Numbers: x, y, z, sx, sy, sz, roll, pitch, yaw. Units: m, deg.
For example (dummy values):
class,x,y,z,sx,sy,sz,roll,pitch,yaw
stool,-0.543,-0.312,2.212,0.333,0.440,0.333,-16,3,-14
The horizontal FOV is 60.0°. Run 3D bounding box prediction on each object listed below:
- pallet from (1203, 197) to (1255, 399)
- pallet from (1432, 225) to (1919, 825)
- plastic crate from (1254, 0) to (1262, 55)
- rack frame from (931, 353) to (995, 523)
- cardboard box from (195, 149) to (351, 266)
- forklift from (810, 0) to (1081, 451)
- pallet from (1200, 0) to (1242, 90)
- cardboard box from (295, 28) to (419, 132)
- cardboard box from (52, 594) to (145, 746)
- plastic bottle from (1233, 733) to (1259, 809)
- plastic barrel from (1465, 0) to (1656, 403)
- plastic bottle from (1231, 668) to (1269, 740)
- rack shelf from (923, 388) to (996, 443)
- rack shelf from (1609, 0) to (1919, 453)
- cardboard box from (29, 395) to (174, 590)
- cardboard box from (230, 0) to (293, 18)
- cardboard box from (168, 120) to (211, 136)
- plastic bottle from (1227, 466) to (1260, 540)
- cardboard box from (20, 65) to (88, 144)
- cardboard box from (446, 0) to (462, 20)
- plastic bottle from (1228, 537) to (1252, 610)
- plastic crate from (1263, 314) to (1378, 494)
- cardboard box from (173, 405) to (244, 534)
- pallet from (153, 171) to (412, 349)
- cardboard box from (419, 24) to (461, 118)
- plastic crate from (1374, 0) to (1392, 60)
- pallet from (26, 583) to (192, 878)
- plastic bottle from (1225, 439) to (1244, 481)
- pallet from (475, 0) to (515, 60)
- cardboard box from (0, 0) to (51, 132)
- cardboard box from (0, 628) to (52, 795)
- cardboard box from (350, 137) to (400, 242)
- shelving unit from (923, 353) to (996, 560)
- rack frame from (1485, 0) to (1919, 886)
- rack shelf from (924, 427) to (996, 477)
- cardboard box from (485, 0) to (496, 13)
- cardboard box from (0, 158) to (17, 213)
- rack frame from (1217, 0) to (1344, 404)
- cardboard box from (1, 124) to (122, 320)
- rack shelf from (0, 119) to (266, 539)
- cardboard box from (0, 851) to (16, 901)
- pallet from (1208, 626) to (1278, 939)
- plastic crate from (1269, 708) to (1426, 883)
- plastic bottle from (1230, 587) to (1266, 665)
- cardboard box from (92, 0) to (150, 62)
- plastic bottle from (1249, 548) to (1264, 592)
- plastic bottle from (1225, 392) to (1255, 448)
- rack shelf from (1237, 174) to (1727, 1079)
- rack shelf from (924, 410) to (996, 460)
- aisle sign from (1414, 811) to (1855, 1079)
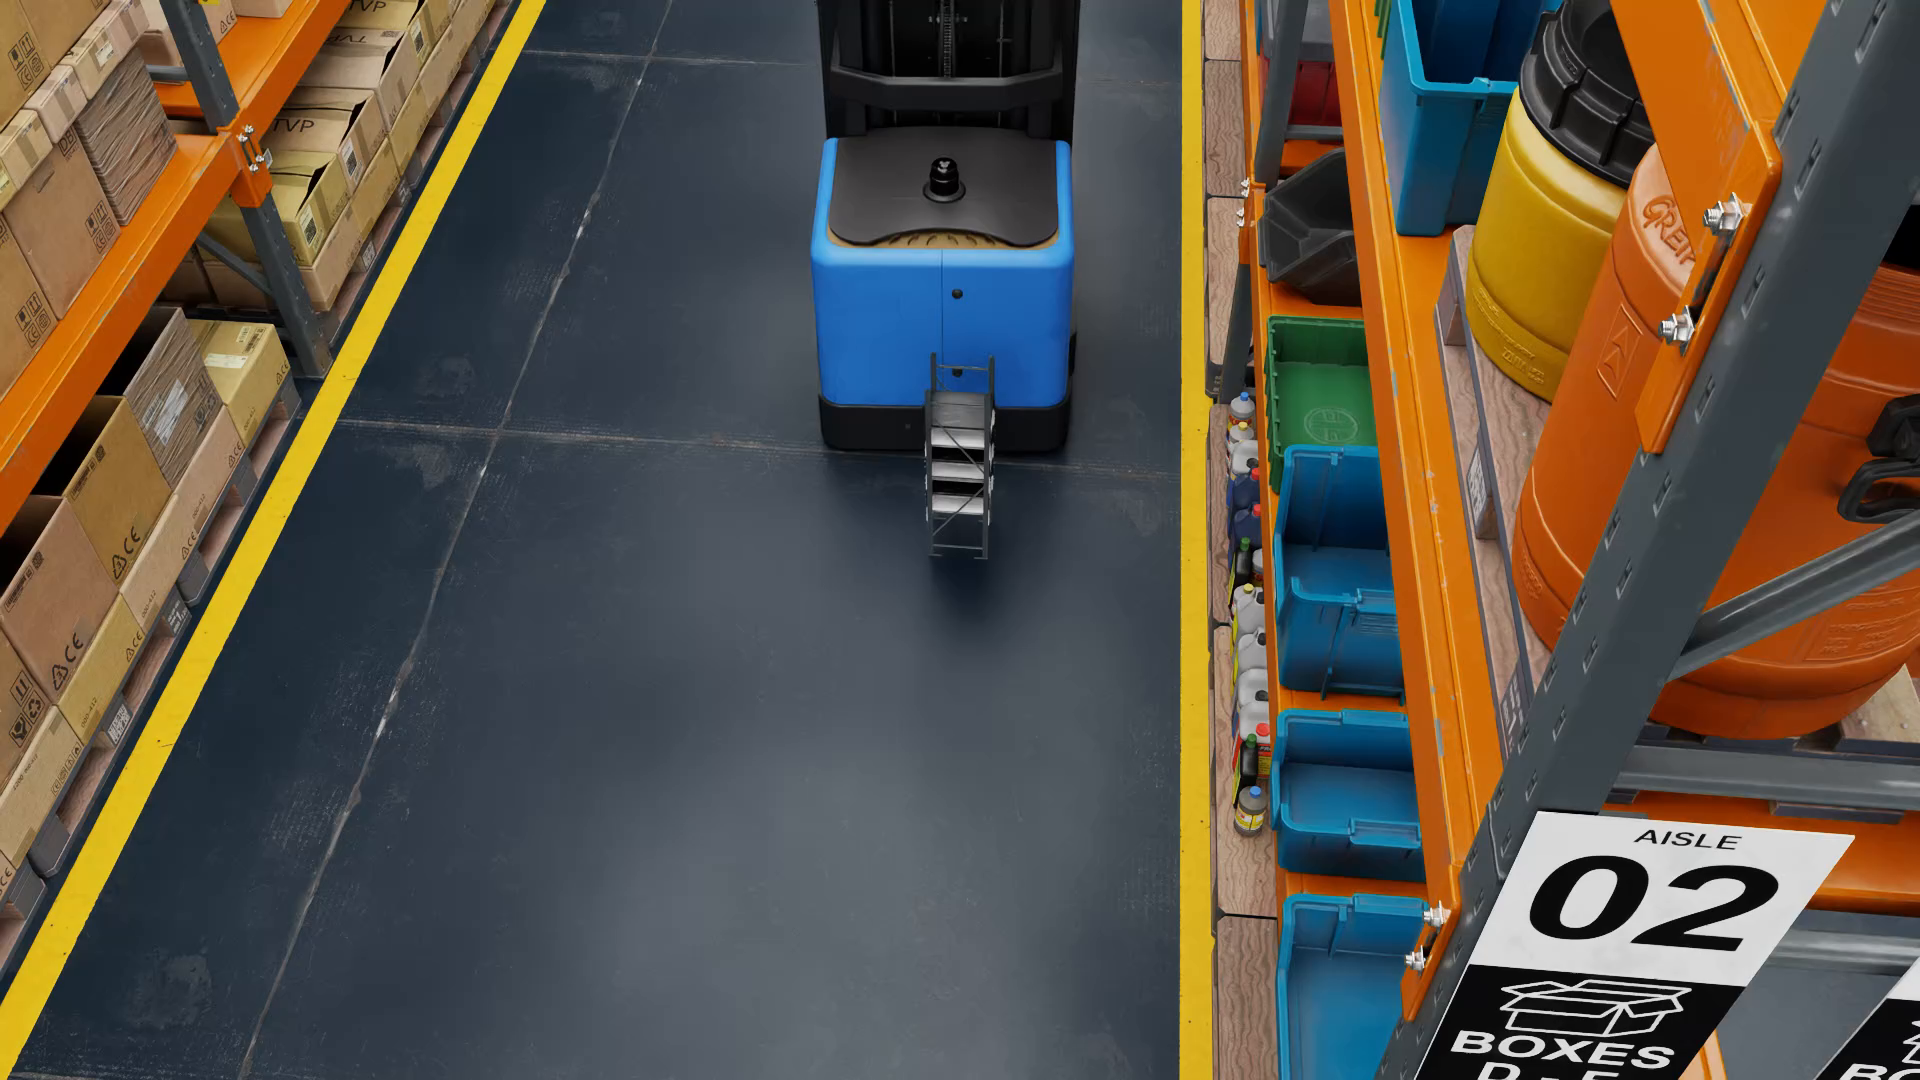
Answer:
class,x,y,z,sx,sy,sz,roll,pitch,yaw
pallet,1.636,-1.106,7.644,1.003,0.211,1.213,4,48,4
pallet,1.411,-0.078,2.909,1.003,0.211,1.213,4,48,4
plastic crate,1.394,-2.293,6.851,0.392,0.384,0.575,4,48,4
rack frame,0.010,-0.384,6.518,0.240,0.900,0.006,4,48,4
cardboard box,-3.044,-1.493,7.307,0.500,0.311,0.500,4,48,4
forklift,-0.041,-2.440,7.021,1.130,2.935,3.031,1,48,1
pallet,1.858,-2.898,9.284,1.003,0.211,1.213,4,48,4
cardboard box,-2.947,-2.241,7.991,0.500,0.311,0.500,2,48,2
cardboard box,-3.285,0.442,5.918,0.500,0.250,0.500,4,48,4
plastic bottle,0.962,0.775,5.577,0.061,0.283,0.133,5,48,4
plastic barrel,1.216,-0.591,2.839,0.600,0.588,0.600,0,48,0
plastic bottle,1.032,0.579,5.761,0.152,0.276,0.135,3,48,2
rack shelf,0.001,-0.469,6.275,0.258,0.077,0.200,4,48,4
rack shelf,1.421,-1.644,2.940,1.077,0.370,4.000,4,48,4
cardboard box,-3.253,-0.180,5.978,0.500,0.500,0.500,4,48,4
cardboard box,-3.045,-2.355,7.068,0.380,0.149,0.250,4,48,4
cardboard box,-3.537,-1.905,7.685,0.500,0.311,0.500,5,48,5
plastic bottle,1.116,-0.156,6.383,0.144,0.351,0.185,5,48,5
cardboard box,-3.187,-1.467,5.578,0.380,0.149,0.250,3,48,2
cardboard box,-2.857,-2.991,8.677,0.500,0.311,0.500,4,48,3
plastic bottle,1.043,0.124,6.173,0.061,0.283,0.133,6,48,5
plastic crate,1.198,-0.417,5.268,0.450,0.188,0.662,4,48,4
cardboard box,-3.209,-0.294,6.591,0.500,0.250,0.500,4,48,4
pallet,-3.301,-1.406,7.919,1.003,0.211,1.213,4,48,4
cardboard box,-2.906,-2.426,8.541,0.500,0.250,0.500,5,48,4
plastic crate,1.188,-1.267,4.012,0.336,0.188,0.450,4,48,4
pallet,-3.552,0.619,6.067,1.003,0.211,1.213,4,48,4
plastic bottle,1.119,-0.317,6.631,0.097,0.201,0.097,0,48,0
pallet,-3.079,-3.199,9.558,1.003,0.211,1.213,4,48,4
cardboard box,-3.408,-1.576,5.238,0.700,0.500,0.500,4,48,3
cardboard box,-3.347,0.555,5.306,0.500,0.500,0.500,4,48,4
cardboard box,-2.998,-1.672,7.851,0.500,0.250,0.500,5,48,5
shelving unit,0.001,-0.310,6.449,0.258,0.900,0.210,4,48,4
rack frame,1.239,-0.552,1.183,1.000,3.000,0.127,4,48,4
rack shelf,0.001,-0.348,6.408,0.258,0.077,0.200,4,48,4
cardboard box,-2.813,-3.174,9.225,0.500,0.250,0.500,3,48,3
cardboard box,-3.235,-1.094,5.236,0.380,0.149,0.250,4,48,3
rack frame,1.603,-1.467,6.085,1.000,3.000,0.127,4,48,4
cardboard box,-3.405,-1.122,5.702,0.700,0.500,0.500,3,48,3
rack shelf,-3.512,-0.090,5.313,1.077,0.370,4.000,4,48,4
cardboard box,-3.382,1.176,5.246,0.500,0.250,0.500,4,48,4
pallet,1.392,0.864,5.843,1.003,0.211,1.213,4,48,4
plastic crate,1.051,0.658,4.242,0.499,0.251,0.408,4,48,4
plastic bottle,1.060,0.295,5.970,0.144,0.351,0.185,4,48,3
cardboard box,-3.141,-1.841,5.920,0.380,0.149,0.250,4,48,3
plastic bottle,1.123,0.120,6.184,0.097,0.271,0.097,0,48,0
plastic bottle,1.137,-0.490,6.742,0.097,0.271,0.097,0,48,0
rack shelf,1.421,0.246,5.006,1.077,0.370,4.000,4,48,4
rack shelf,0.001,-0.409,6.341,0.258,0.077,0.200,4,48,4
aisle sign,0.936,0.628,2.407,0.394,0.787,0.004,4,48,4
